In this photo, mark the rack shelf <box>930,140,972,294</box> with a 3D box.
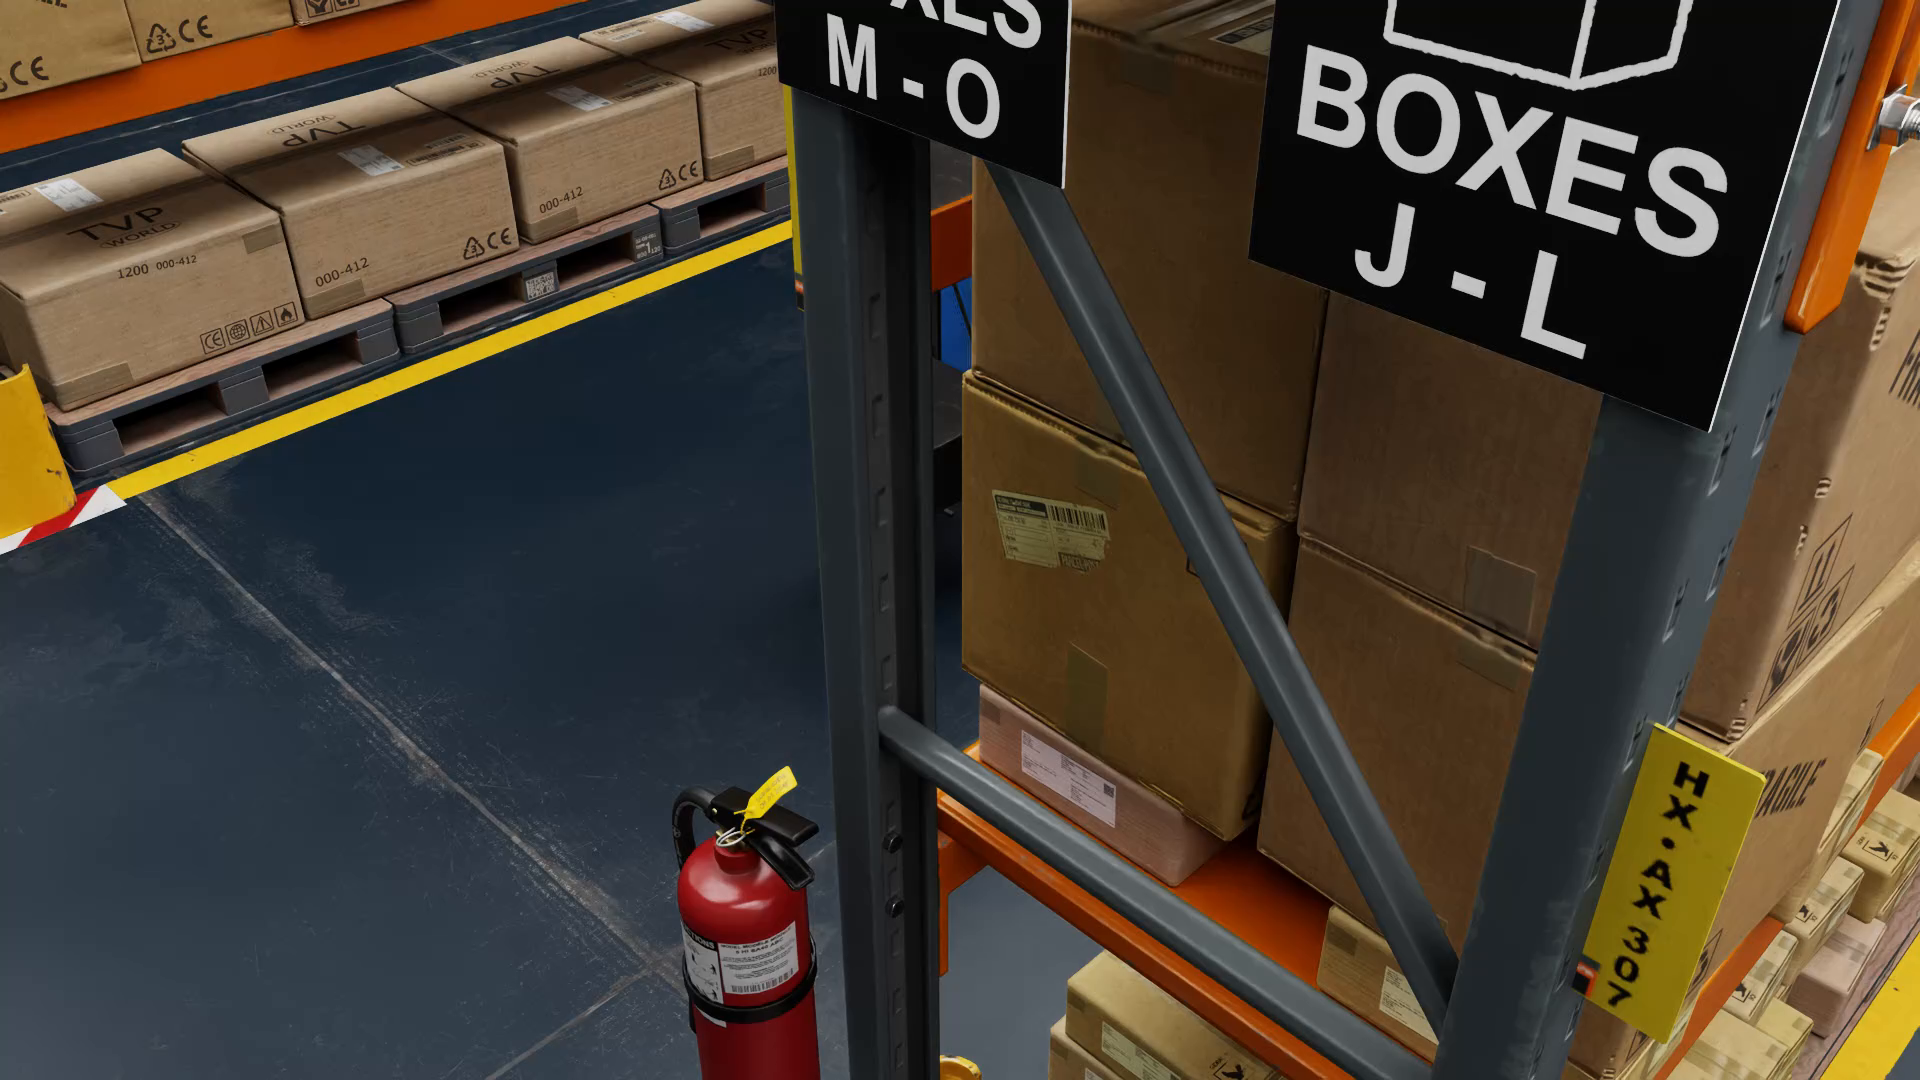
[{"bbox_3d":[-0.117,-0.783,4.561,0.431,0.518,0.480,30,45,35],"label":"rack shelf"}]

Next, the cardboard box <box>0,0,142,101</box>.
[{"bbox_3d":[-2.824,-1.635,4.885,0.500,0.500,0.500,29,44,35],"label":"cardboard box"}]

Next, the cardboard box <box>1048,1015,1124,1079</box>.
[{"bbox_3d":[0.387,0.984,3.081,0.380,0.149,0.250,28,44,34],"label":"cardboard box"}]

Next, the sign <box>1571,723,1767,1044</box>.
[{"bbox_3d":[0.603,0.302,1.438,0.100,0.325,0.005,30,45,35],"label":"sign"}]

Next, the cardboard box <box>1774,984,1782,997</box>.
[{"bbox_3d":[1.489,0.775,3.382,0.380,0.149,0.250,27,43,33],"label":"cardboard box"}]

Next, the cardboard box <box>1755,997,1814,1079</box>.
[{"bbox_3d":[1.369,0.921,3.173,0.250,0.149,0.380,-28,44,-34],"label":"cardboard box"}]

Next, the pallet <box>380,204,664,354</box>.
[{"bbox_3d":[-1.999,-1.220,6.816,1.003,0.211,1.213,30,45,35],"label":"pallet"}]

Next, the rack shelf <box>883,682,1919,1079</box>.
[{"bbox_3d":[1.627,-0.078,3.369,1.077,0.370,4.000,30,45,35],"label":"rack shelf"}]

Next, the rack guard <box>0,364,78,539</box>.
[{"bbox_3d":[-3.383,-0.480,5.502,1.175,0.500,0.348,30,45,35],"label":"rack guard"}]

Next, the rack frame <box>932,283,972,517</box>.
[{"bbox_3d":[0.055,-0.893,4.695,0.400,2.100,0.015,30,45,35],"label":"rack frame"}]

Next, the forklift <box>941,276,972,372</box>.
[{"bbox_3d":[1.195,-1.977,5.523,1.130,2.935,3.031,27,43,33],"label":"forklift"}]

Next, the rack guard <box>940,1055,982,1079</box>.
[{"bbox_3d":[0.271,1.433,2.758,1.175,0.500,0.348,30,45,35],"label":"rack guard"}]

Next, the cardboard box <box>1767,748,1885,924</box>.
[{"bbox_3d":[1.056,0.335,2.367,0.380,0.149,0.250,28,44,34],"label":"cardboard box"}]

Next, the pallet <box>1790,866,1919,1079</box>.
[{"bbox_3d":[1.728,0.743,4.000,1.003,0.211,1.213,30,45,35],"label":"pallet"}]

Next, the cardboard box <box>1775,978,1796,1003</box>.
[{"bbox_3d":[1.480,0.908,3.451,0.380,0.149,0.250,30,45,35],"label":"cardboard box"}]

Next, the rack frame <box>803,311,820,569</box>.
[{"bbox_3d":[-0.289,-0.695,4.411,0.400,2.100,0.015,30,45,35],"label":"rack frame"}]

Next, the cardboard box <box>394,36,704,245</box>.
[{"bbox_3d":[-1.697,-1.685,6.917,0.875,0.438,0.875,28,44,34],"label":"cardboard box"}]

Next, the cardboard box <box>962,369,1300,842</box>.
[{"bbox_3d":[0.352,-0.010,2.295,0.500,0.500,0.500,-29,44,-35],"label":"cardboard box"}]

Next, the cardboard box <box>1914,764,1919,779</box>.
[{"bbox_3d":[2.103,0.376,3.693,0.380,0.149,0.250,28,44,34],"label":"cardboard box"}]

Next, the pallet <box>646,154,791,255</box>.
[{"bbox_3d":[-1.139,-1.718,7.529,1.003,0.211,1.213,30,45,35],"label":"pallet"}]

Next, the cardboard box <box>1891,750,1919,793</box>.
[{"bbox_3d":[1.850,0.433,3.612,0.380,0.149,0.250,30,45,35],"label":"cardboard box"}]

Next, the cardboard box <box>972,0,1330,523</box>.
[{"bbox_3d":[0.363,-0.420,2.009,0.500,0.500,0.500,29,44,34],"label":"cardboard box"}]

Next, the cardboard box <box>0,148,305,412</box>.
[{"bbox_3d":[-2.972,-0.945,5.855,0.875,0.438,0.875,28,44,34],"label":"cardboard box"}]

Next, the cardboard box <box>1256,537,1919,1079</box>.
[{"bbox_3d":[0.730,0.205,1.987,0.500,0.500,0.500,-28,43,-34],"label":"cardboard box"}]

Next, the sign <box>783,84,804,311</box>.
[{"bbox_3d":[-0.162,-0.398,1.910,0.100,0.325,0.005,30,45,35],"label":"sign"}]

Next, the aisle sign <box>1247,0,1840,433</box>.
[{"bbox_3d":[0.379,-0.477,1.039,0.394,0.787,0.004,30,45,35],"label":"aisle sign"}]

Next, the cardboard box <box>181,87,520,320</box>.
[{"bbox_3d":[-2.333,-1.320,6.393,0.875,0.438,0.875,-29,44,-34],"label":"cardboard box"}]

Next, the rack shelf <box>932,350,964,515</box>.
[{"bbox_3d":[-0.117,-0.209,4.961,0.431,0.518,0.480,30,45,35],"label":"rack shelf"}]

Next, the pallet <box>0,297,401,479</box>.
[{"bbox_3d":[-2.859,-0.728,6.109,1.003,0.211,1.213,30,45,35],"label":"pallet"}]

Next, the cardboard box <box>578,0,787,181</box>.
[{"bbox_3d":[-1.067,-2.049,7.438,0.875,0.438,0.875,29,44,35],"label":"cardboard box"}]

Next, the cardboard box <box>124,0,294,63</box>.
[{"bbox_3d":[-2.488,-1.852,5.196,0.500,0.500,0.500,29,44,35],"label":"cardboard box"}]

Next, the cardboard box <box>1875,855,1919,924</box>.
[{"bbox_3d":[1.894,0.719,3.722,0.380,0.149,0.250,30,45,35],"label":"cardboard box"}]

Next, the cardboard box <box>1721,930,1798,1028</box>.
[{"bbox_3d":[1.321,0.771,3.127,0.380,0.149,0.250,27,43,33],"label":"cardboard box"}]

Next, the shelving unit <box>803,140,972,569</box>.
[{"bbox_3d":[-0.117,-0.794,4.553,0.431,2.100,0.503,30,45,35],"label":"shelving unit"}]

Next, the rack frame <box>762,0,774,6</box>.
[{"bbox_3d":[-0.548,-3.139,7.129,1.000,3.000,0.127,30,45,35],"label":"rack frame"}]

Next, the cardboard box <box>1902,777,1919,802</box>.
[{"bbox_3d":[2.066,0.451,3.846,0.380,0.149,0.250,27,43,33],"label":"cardboard box"}]

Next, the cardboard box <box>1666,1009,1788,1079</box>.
[{"bbox_3d":[1.205,0.905,2.935,0.380,0.149,0.250,29,44,35],"label":"cardboard box"}]

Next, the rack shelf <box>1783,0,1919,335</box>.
[{"bbox_3d":[1.627,-1.308,2.511,1.077,0.370,4.000,30,45,35],"label":"rack shelf"}]

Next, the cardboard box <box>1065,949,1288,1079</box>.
[{"bbox_3d":[0.411,0.875,2.979,0.250,0.149,0.380,-29,44,-35],"label":"cardboard box"}]

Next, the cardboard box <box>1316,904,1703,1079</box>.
[{"bbox_3d":[0.678,0.542,2.070,0.380,0.149,0.250,29,44,35],"label":"cardboard box"}]

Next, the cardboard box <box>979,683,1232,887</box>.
[{"bbox_3d":[0.247,0.295,2.424,0.380,0.149,0.250,30,45,35],"label":"cardboard box"}]

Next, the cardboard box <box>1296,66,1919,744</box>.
[{"bbox_3d":[0.722,-0.210,1.707,0.500,0.500,0.500,29,44,35],"label":"cardboard box"}]

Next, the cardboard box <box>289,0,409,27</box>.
[{"bbox_3d":[-2.117,-2.051,5.482,0.500,0.500,0.500,29,44,35],"label":"cardboard box"}]

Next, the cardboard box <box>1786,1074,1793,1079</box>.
[{"bbox_3d":[1.368,1.050,3.248,0.250,0.149,0.380,-29,44,-35],"label":"cardboard box"}]

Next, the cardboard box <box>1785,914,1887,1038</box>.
[{"bbox_3d":[1.718,0.842,3.546,0.380,0.149,0.250,27,43,33],"label":"cardboard box"}]

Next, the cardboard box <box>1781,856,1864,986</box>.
[{"bbox_3d":[1.523,0.662,3.283,0.250,0.149,0.380,-28,44,-34],"label":"cardboard box"}]

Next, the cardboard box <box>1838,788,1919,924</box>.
[{"bbox_3d":[1.741,0.574,3.410,0.250,0.149,0.380,-29,44,-35],"label":"cardboard box"}]

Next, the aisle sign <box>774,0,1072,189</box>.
[{"bbox_3d":[-0.047,-0.719,1.386,0.394,0.787,0.004,30,45,35],"label":"aisle sign"}]

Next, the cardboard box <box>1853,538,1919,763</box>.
[{"bbox_3d":[1.089,-0.023,2.313,0.500,0.500,0.500,30,45,35],"label":"cardboard box"}]

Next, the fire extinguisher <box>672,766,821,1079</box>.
[{"bbox_3d":[-0.287,0.540,2.248,0.296,0.674,0.183,30,45,35],"label":"fire extinguisher"}]
